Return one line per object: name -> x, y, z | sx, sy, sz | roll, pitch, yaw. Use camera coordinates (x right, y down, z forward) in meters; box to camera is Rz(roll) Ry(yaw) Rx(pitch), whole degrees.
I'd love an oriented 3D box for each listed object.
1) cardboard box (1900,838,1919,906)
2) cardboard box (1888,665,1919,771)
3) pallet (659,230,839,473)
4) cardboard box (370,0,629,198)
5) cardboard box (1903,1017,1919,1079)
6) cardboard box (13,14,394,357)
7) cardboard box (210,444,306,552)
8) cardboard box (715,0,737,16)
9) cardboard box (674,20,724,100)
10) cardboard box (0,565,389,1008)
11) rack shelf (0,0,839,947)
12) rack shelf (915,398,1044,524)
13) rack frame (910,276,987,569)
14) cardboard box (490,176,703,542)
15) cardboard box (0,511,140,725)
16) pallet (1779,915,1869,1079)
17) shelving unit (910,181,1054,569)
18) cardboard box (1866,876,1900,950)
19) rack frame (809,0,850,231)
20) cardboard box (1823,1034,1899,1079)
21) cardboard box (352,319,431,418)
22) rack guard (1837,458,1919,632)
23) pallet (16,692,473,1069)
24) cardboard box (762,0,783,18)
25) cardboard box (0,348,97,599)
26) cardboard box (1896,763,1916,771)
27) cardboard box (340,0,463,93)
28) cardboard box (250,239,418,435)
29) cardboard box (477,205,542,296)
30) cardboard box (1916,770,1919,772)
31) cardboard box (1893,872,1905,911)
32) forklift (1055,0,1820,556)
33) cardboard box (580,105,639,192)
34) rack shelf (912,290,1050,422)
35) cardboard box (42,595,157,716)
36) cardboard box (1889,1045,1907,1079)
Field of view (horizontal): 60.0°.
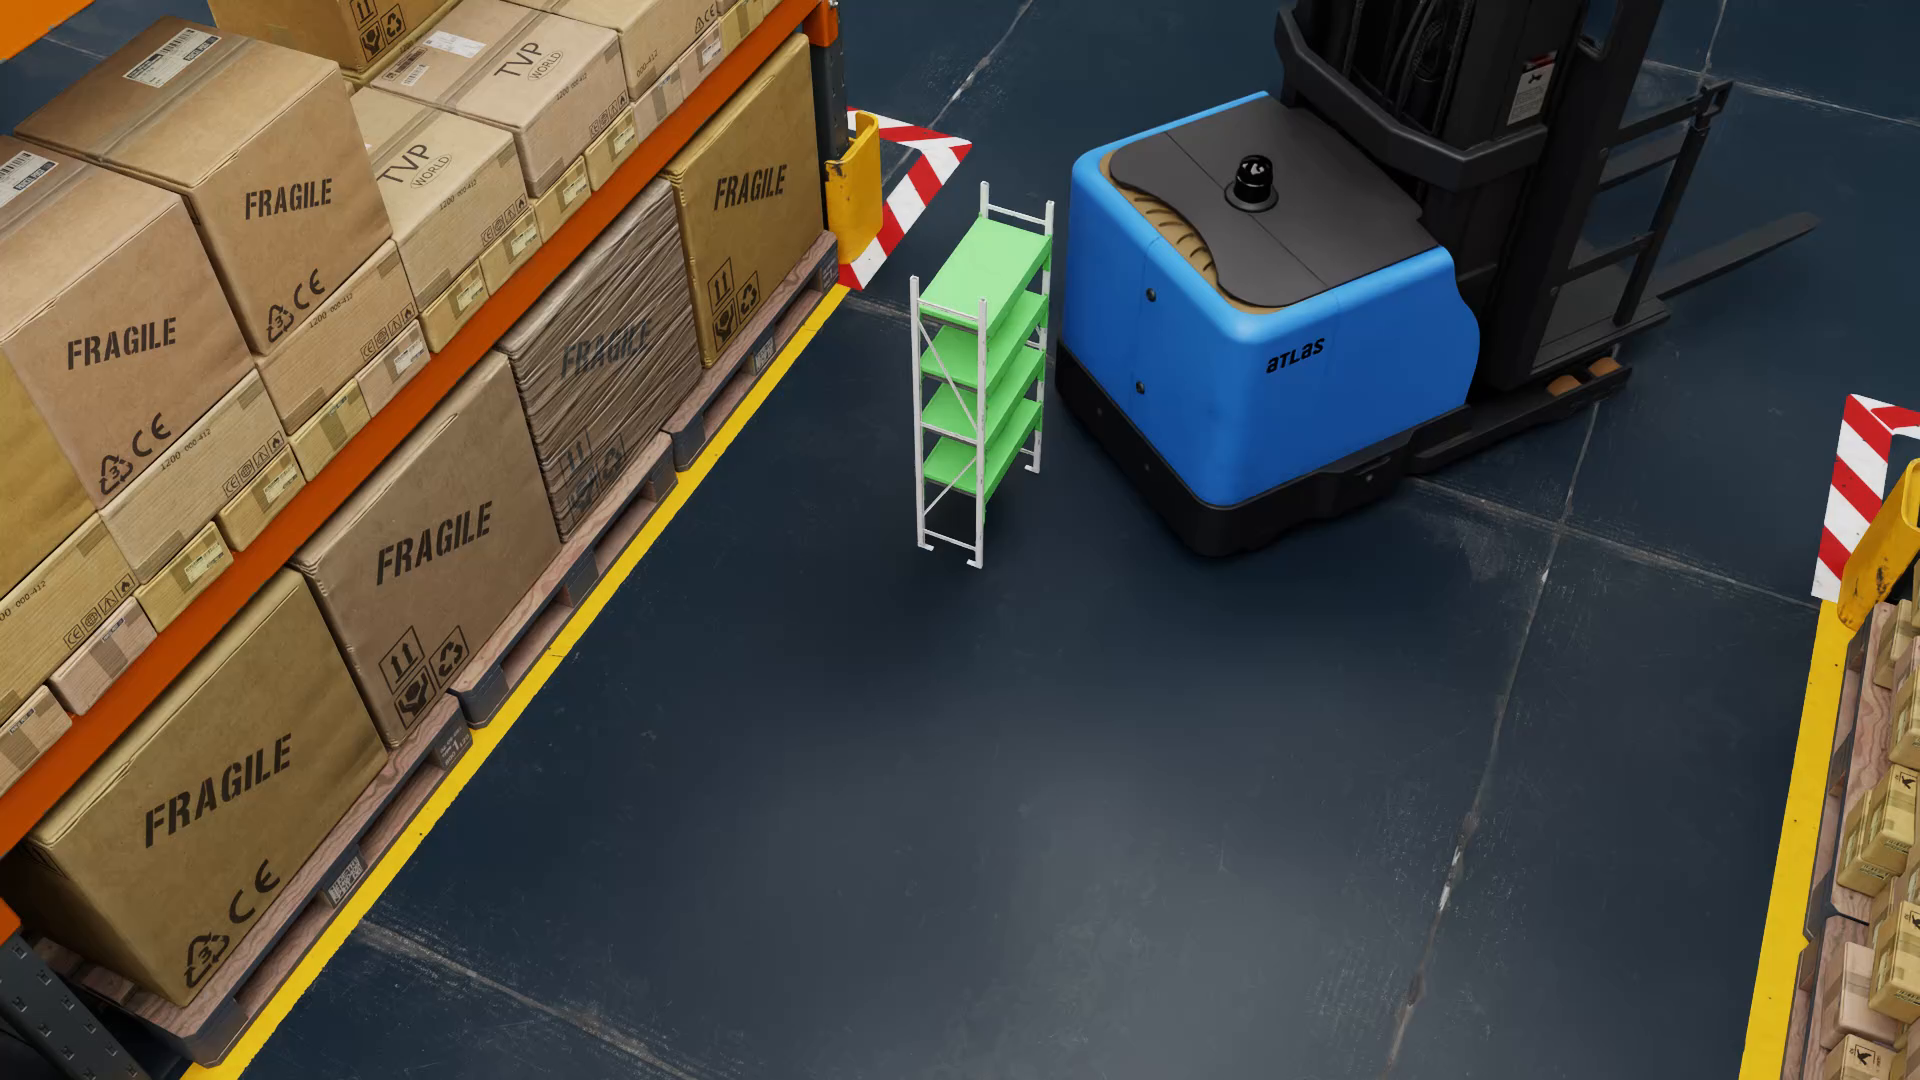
cardboard box -> 2.612, 0.920, 4.203 | 0.380, 0.149, 0.250 | 22, 53, 17
cardboard box -> 2.770, 0.535, 4.531 | 0.380, 0.149, 0.250 | 20, 52, 16
pallet -> -1.178, -0.875, 6.356 | 1.003, 0.211, 1.213 | 20, 52, 16
cardboard box -> -1.309, -1.283, 4.775 | 0.500, 0.250, 0.500 | 18, 52, 15
cardboard box -> 2.438, 1.291, 3.887 | 0.380, 0.149, 0.250 | 20, 52, 16
cardboard box -> -1.745, -0.834, 3.901 | 0.500, 0.500, 0.500 | 18, 52, 15
cardboard box -> -1.854, -0.158, 4.080 | 0.380, 0.149, 0.250 | 18, 52, 15
cardboard box -> -0.874, -1.982, 5.370 | 0.500, 0.250, 0.500 | 19, 52, 16
cardboard box -> -0.980, -1.568, 5.280 | 0.380, 0.149, 0.250 | 20, 52, 16
cardboard box -> -2.262, 0.524, 4.454 | 0.875, 0.875, 0.875 | 20, 52, 16
rack shelf -> -1.762, -0.744, 4.886 | 1.077, 0.370, 4.000 | 20, 52, 16
rack shelf -> 0.071, -0.306, 5.621 | 0.258, 0.148, 0.480 | 20, 52, 16
rack frame -> -0.034, -0.335, 5.247 | 0.240, 1.200, 0.015 | 20, 52, 16
cardboard box -> -1.497, -0.709, 5.503 | 0.875, 0.875, 0.875 | 20, 52, 16
cardboard box -> -2.179, 0.114, 3.587 | 0.500, 0.250, 0.500 | 19, 52, 15
pallet -> 2.600, 1.670, 4.191 | 1.003, 0.211, 1.213 | 20, 52, 16
shelving unit -> 0.071, -0.503, 5.390 | 0.258, 1.200, 0.503 | 20, 52, 16
cardboard box -> 2.652, 1.100, 4.440 | 0.380, 0.149, 0.250 | 20, 52, 16
rack frame -> -0.907, -2.355, 5.784 | 1.000, 3.000, 0.127 | 20, 52, 16
cardboard box -> 2.372, 1.443, 4.149 | 0.380, 0.149, 0.250 | 20, 52, 16
cardboard box -> -1.636, -0.507, 4.377 | 0.380, 0.149, 0.250 | 20, 53, 16
rack guard -> 3.502, 0.191, 5.259 | 1.175, 0.500, 0.348 | 20, 52, 16
pallet -> -2.221, 0.805, 4.926 | 1.003, 0.211, 1.213 | 20, 52, 16
cardboard box -> -0.762, -1.921, 5.580 | 0.380, 0.149, 0.250 | 21, 53, 17
cardboard box -> -2.180, -0.138, 3.308 | 0.500, 0.500, 0.500 | 20, 52, 16
cardboard box -> 2.883, 0.753, 4.736 | 0.380, 0.149, 0.250 | 20, 53, 16
cardboard box -> -1.791, -1.455, 4.921 | 0.500, 0.250, 0.500 | 18, 52, 15
cardboard box -> -1.746, -0.586, 4.182 | 0.500, 0.250, 0.500 | 21, 53, 17
cardboard box -> -1.415, -0.868, 4.684 | 0.380, 0.149, 0.250 | 21, 53, 17
cardboard box -> 2.885, 0.665, 4.615 | 0.380, 0.149, 0.250 | 20, 53, 17
cardboard box -> 2.650, 1.020, 4.313 | 0.380, 0.149, 0.250 | 18, 52, 14
forklift -> 1.891, -1.725, 5.293 | 3.031, 2.935, 1.130 | -23, 53, -18
cardboard box -> -1.197, -1.217, 4.981 | 0.380, 0.149, 0.250 | 19, 52, 15
rack shelf -> 0.071, -0.617, 5.256 | 0.258, 0.148, 0.480 | 20, 52, 16
cardboard box -> -2.077, 0.205, 3.771 | 0.380, 0.149, 0.250 | 18, 52, 15
cardboard box -> 2.447, 1.403, 3.987 | 0.380, 0.149, 0.250 | 22, 53, 18
